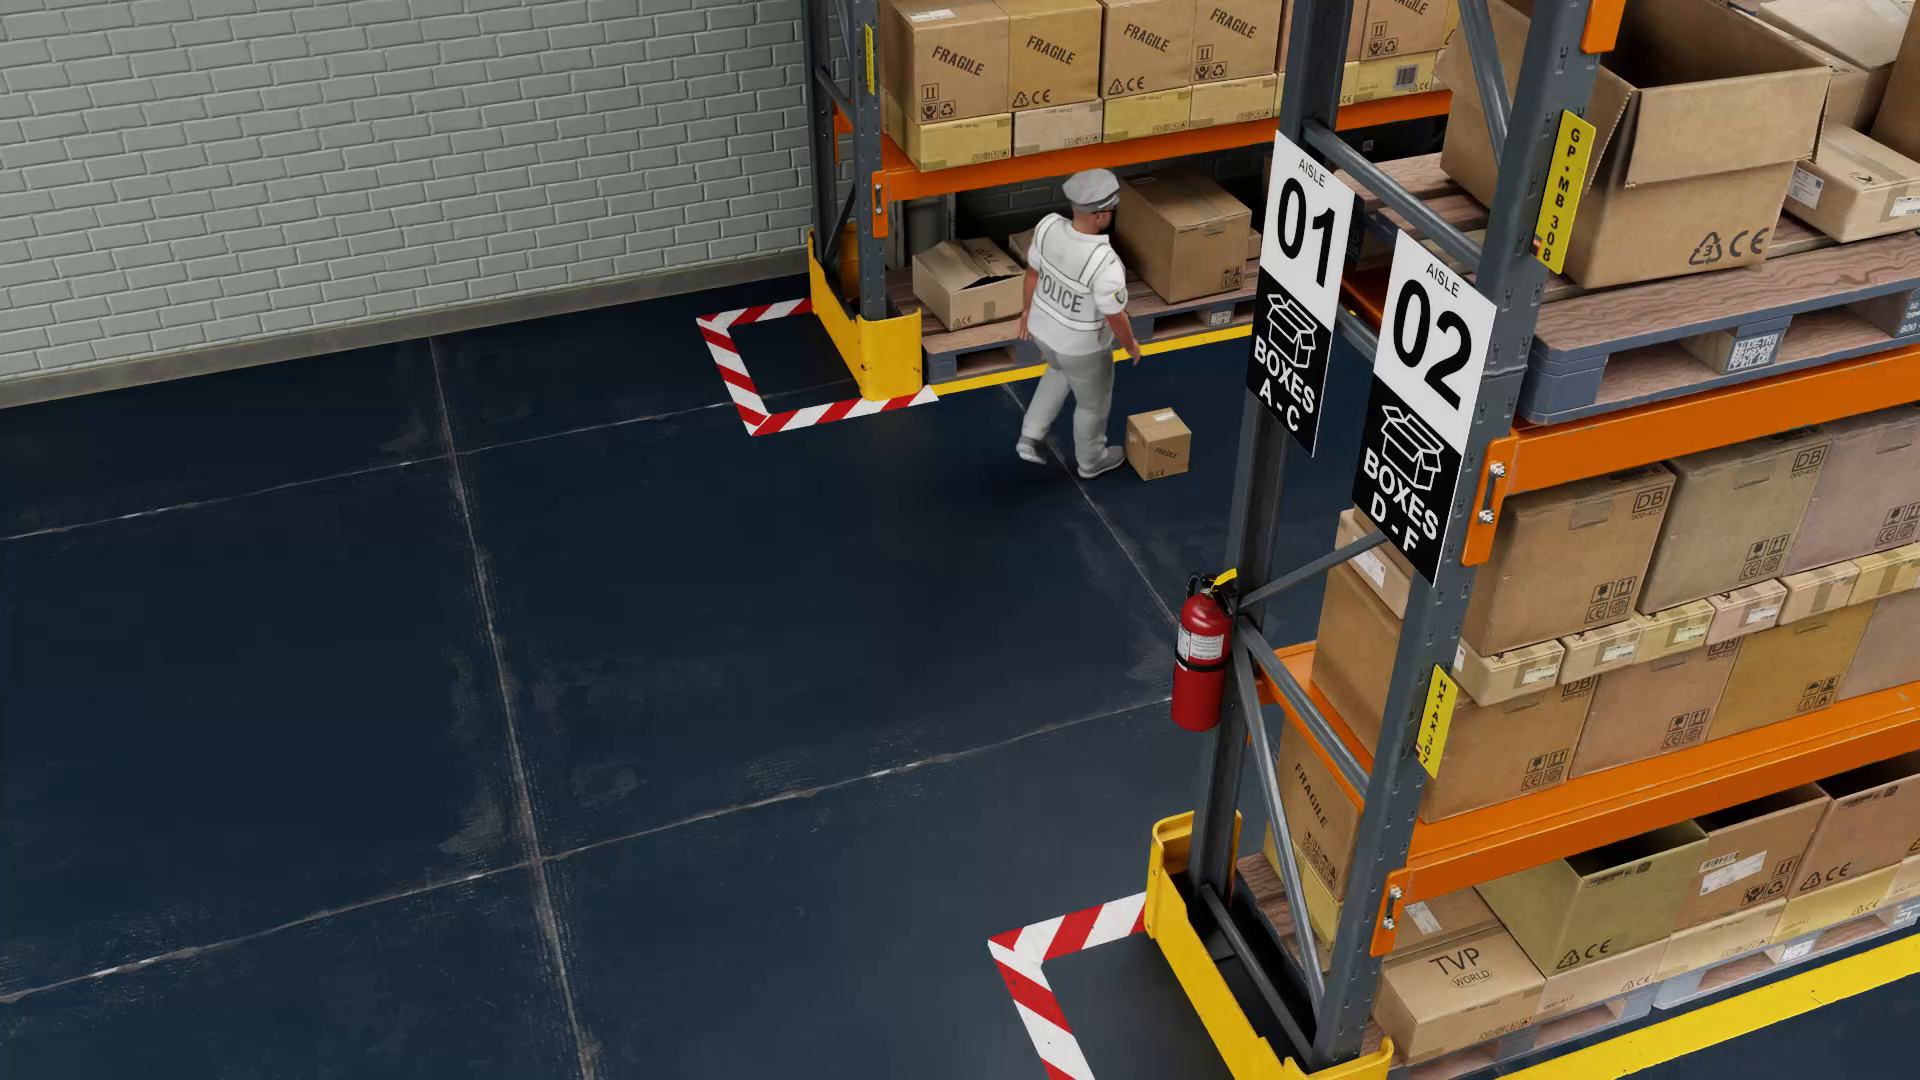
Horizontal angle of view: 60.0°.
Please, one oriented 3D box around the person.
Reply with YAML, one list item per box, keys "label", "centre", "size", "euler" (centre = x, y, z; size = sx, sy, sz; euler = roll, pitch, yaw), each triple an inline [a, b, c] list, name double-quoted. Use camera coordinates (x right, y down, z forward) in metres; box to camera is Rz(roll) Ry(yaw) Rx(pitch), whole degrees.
- label: "person"
  centre: [0.627, -1.025, 8.099]
  size: [0.621, 1.755, 0.627]
  euler: [-26, 45, -30]
